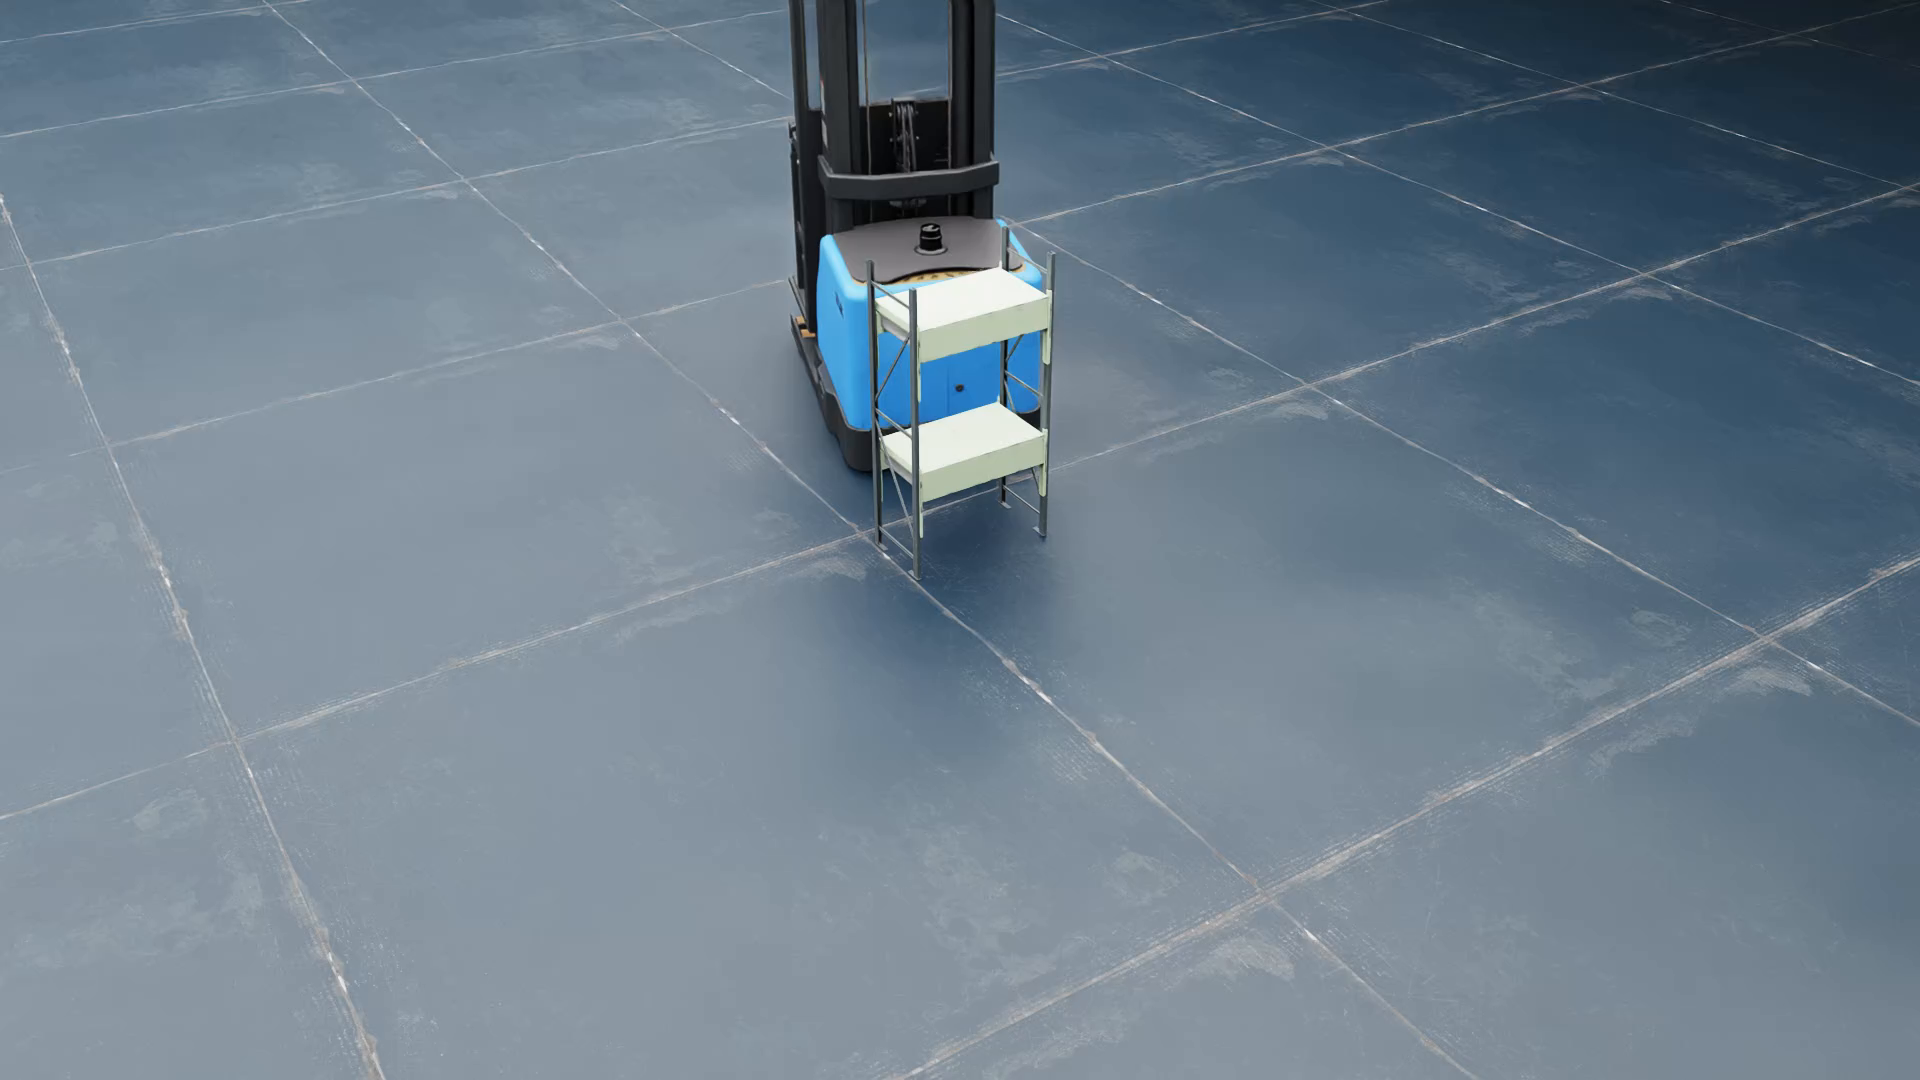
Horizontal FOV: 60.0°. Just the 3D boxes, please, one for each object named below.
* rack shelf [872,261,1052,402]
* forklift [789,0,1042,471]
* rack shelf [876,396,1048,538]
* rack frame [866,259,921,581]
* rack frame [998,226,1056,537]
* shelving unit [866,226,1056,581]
[{"bbox_3d":[0.006,-0.966,7.645,0.720,0.370,0.431,-19,37,-27],"label":"rack shelf"},{"bbox_3d":[-0.409,-2.378,9.273,1.130,2.935,3.031,-7,33,-11],"label":"forklift"},{"bbox_3d":[0.006,-0.361,8.027,0.720,0.370,0.431,-19,37,-27],"label":"rack shelf"},{"bbox_3d":[-0.302,-0.530,7.685,0.023,1.500,0.400,-19,37,-27],"label":"rack frame"},{"bbox_3d":[0.313,-0.742,8.021,0.023,1.500,0.400,-19,37,-27],"label":"rack frame"},{"bbox_3d":[0.006,-0.636,7.853,0.755,1.500,0.431,-19,37,-27],"label":"shelving unit"}]
